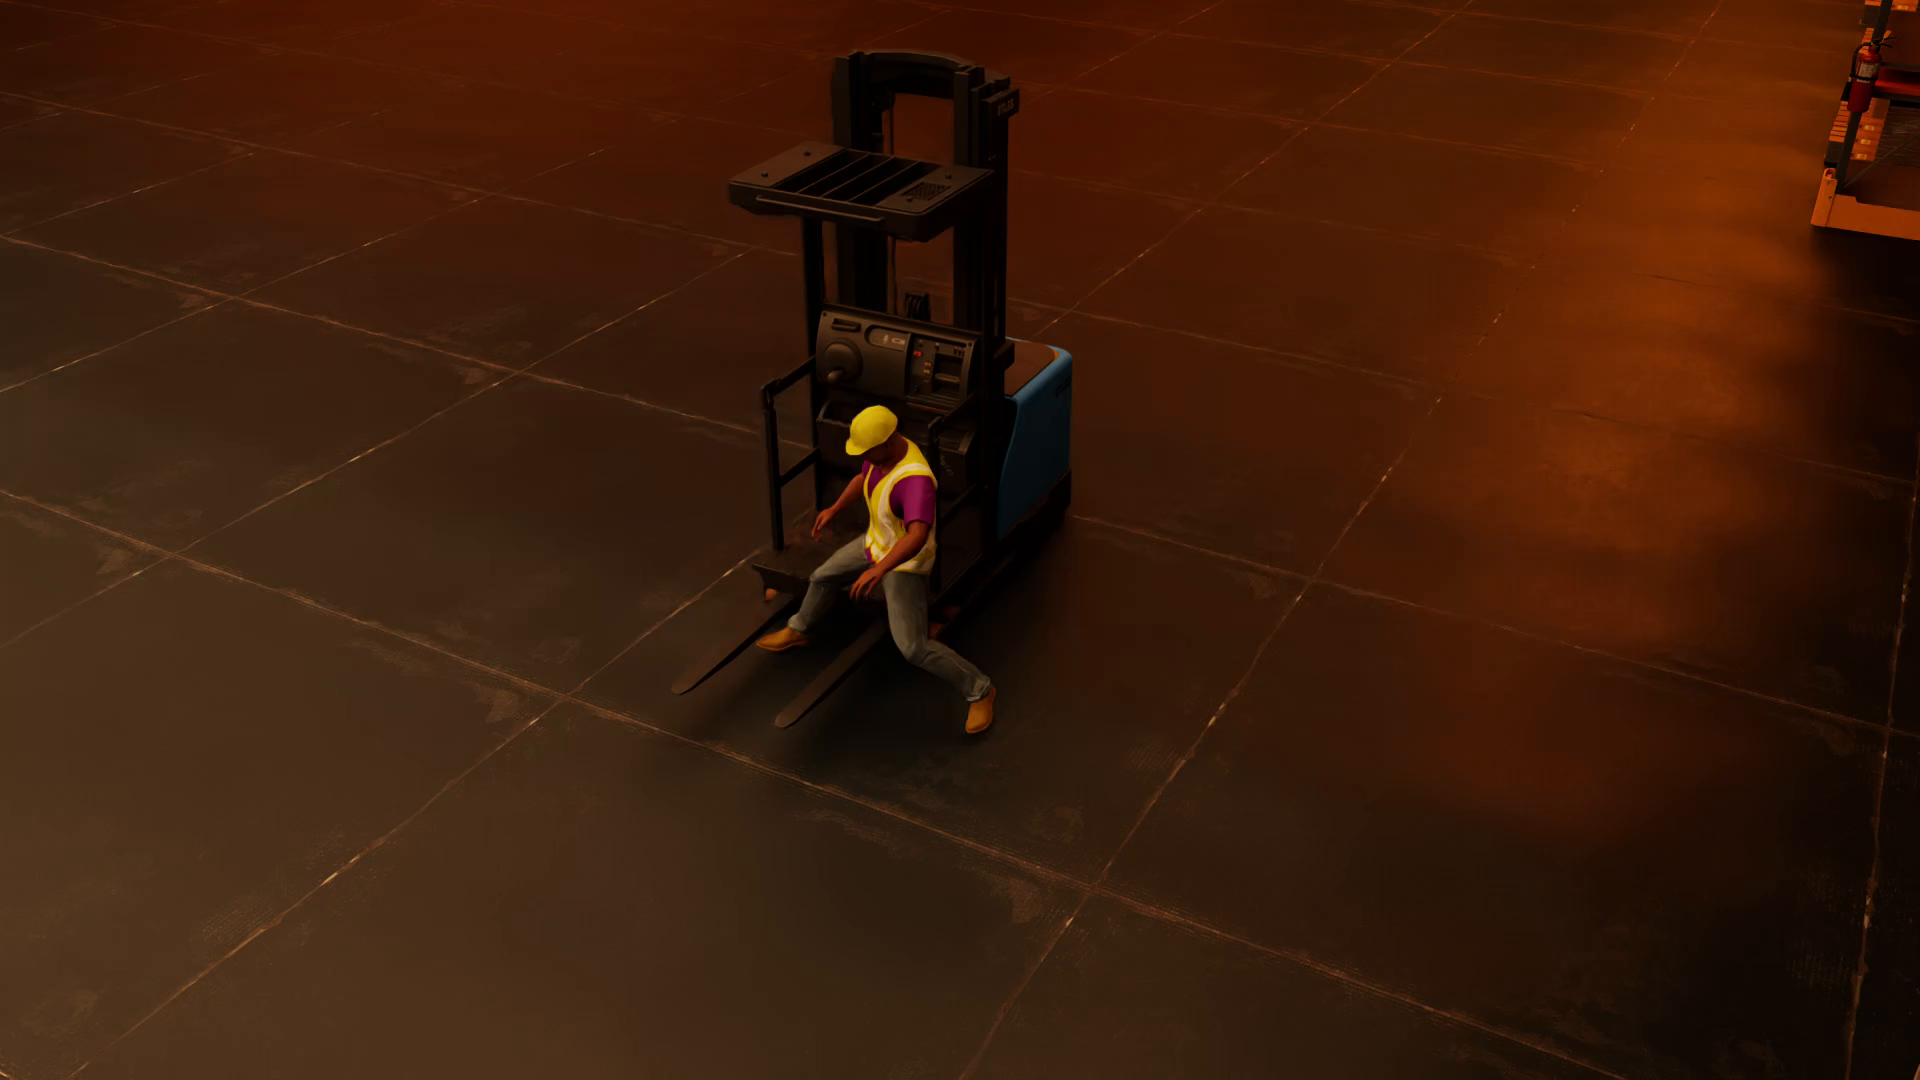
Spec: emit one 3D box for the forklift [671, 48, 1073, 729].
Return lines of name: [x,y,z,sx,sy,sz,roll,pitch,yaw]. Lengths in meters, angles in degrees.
forklift: [-0.445,-0.919,8.662,1.130,2.935,3.031,15,33,24]

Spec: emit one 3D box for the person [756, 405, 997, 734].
person: [-0.424,0.080,8.200,1.012,1.591,1.119,-11,32,-19]
